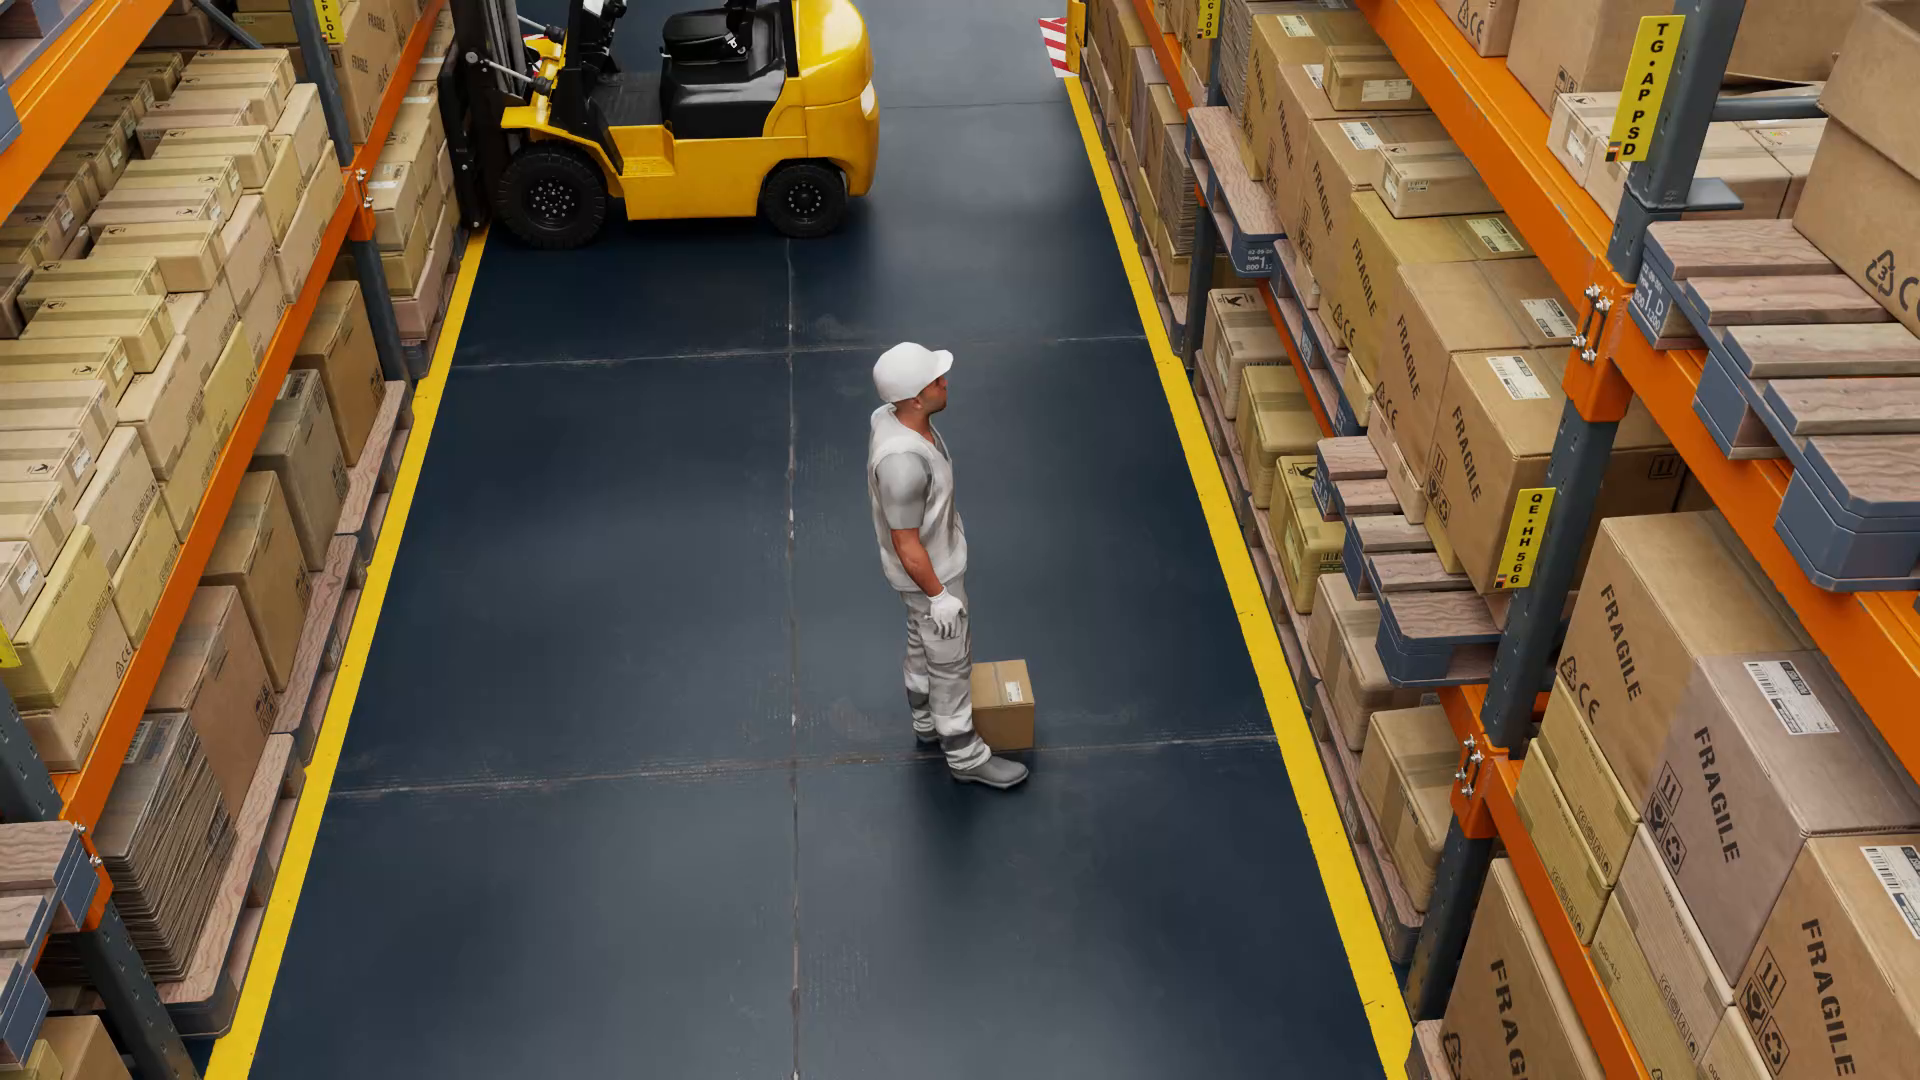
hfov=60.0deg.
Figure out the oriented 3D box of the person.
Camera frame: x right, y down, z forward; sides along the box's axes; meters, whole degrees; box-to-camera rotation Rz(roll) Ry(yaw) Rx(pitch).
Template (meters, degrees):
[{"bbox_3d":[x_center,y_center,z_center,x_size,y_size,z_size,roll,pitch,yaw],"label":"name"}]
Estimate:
[{"bbox_3d":[-0.039,0.080,6.020,0.562,1.790,0.637,-3,39,-4],"label":"person"}]
